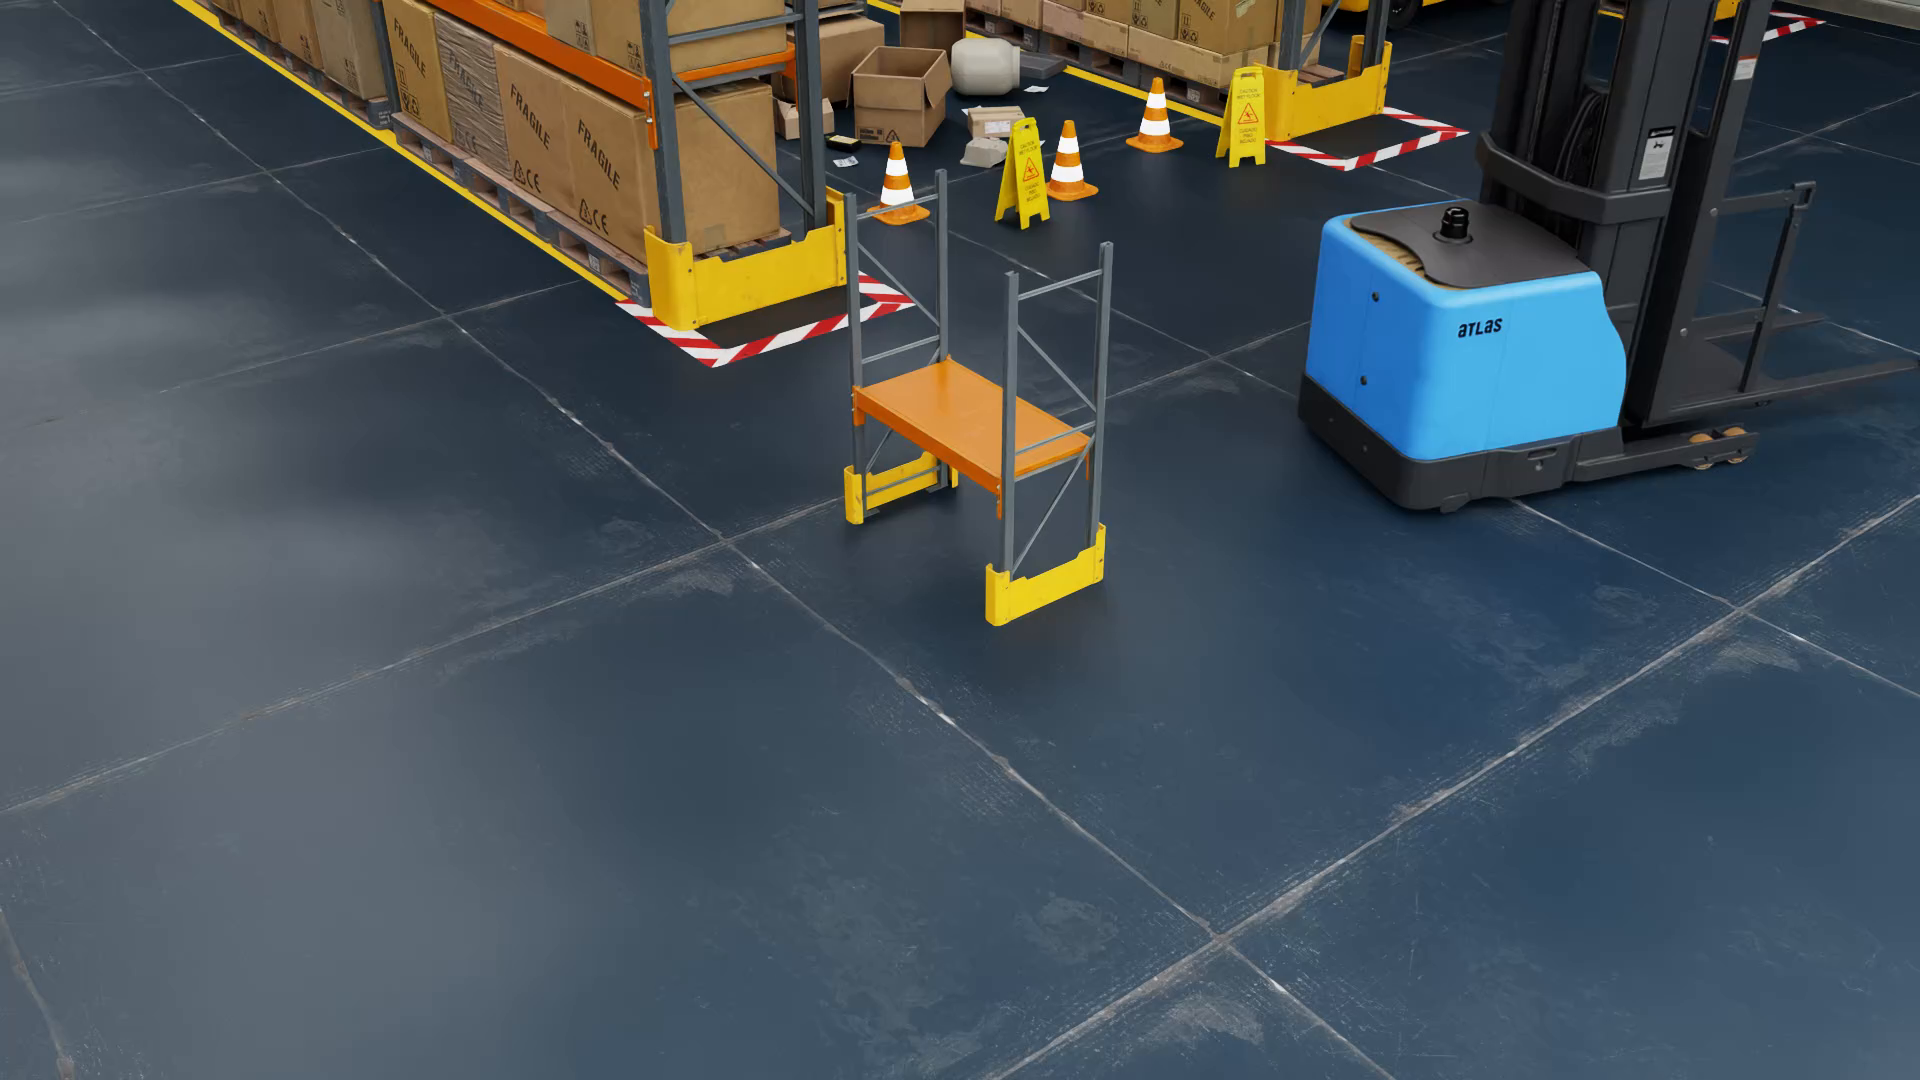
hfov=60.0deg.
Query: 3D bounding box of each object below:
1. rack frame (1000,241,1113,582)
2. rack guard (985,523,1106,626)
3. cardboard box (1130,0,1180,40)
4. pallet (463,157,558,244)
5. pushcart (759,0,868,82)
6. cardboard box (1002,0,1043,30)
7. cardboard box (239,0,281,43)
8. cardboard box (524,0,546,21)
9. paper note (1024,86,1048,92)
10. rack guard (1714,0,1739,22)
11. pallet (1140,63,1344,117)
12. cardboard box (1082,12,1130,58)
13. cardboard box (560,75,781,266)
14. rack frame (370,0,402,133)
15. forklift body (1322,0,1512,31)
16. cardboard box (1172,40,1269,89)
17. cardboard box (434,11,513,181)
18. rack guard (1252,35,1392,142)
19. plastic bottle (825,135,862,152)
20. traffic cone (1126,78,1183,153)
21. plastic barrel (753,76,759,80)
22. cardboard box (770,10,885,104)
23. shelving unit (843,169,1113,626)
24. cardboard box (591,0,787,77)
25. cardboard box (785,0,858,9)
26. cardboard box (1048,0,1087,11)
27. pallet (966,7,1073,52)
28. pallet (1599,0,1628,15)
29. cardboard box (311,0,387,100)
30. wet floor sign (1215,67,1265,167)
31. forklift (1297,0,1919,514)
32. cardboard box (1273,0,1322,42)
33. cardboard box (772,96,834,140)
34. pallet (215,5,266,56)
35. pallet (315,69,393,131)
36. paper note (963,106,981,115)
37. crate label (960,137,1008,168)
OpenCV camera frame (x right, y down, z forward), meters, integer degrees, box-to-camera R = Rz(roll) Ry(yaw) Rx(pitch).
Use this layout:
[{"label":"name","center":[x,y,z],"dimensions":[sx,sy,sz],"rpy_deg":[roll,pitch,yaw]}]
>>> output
[{"label":"rack frame","center":[0.364,-0.390,6.456],"dimensions":[0.500,1.500,0.032],"rpy_deg":[-22,38,-31]},{"label":"rack guard","center":[0.352,0.133,6.799],"dimensions":[0.587,0.250,0.087],"rpy_deg":[-22,38,-31]},{"label":"cardboard box","center":[1.639,-4.111,12.523],"dimensions":[0.500,0.500,0.500],"rpy_deg":[-21,37,-30]},{"label":"pallet","center":[-2.485,-2.304,10.759],"dimensions":[1.003,0.211,1.213],"rpy_deg":[-22,38,-31]},{"label":"pushcart","center":[-1.564,-4.110,13.510],"dimensions":[0.936,0.377,1.648],"rpy_deg":[18,36,27]},{"label":"cardboard box","center":[0.691,-4.441,13.766],"dimensions":[0.500,0.250,0.500],"rpy_deg":[-20,37,-29]},{"label":"cardboard box","center":[-5.254,-4.583,13.520],"dimensions":[1.050,0.750,0.750],"rpy_deg":[-22,38,-31]},{"label":"cardboard box","center":[-2.051,-3.372,9.694],"dimensions":[0.875,0.550,0.550],"rpy_deg":[-22,38,-31]},{"label":"paper note","center":[0.591,-3.484,12.830],"dimensions":[0.148,0.019,0.142],"rpy_deg":[18,36,27]},{"label":"rack guard","center":[6.592,-4.851,14.587],"dimensions":[1.175,0.500,0.348],"rpy_deg":[-22,38,-31]},{"label":"pallet","center":[2.142,-3.513,12.706],"dimensions":[1.003,0.211,1.213],"rpy_deg":[-22,38,-31]},{"label":"cardboard box","center":[1.314,-4.011,13.073],"dimensions":[0.500,0.250,0.500],"rpy_deg":[-24,39,-33]},{"label":"cardboard box","center":[-1.657,-2.209,9.580],"dimensions":[0.875,0.875,0.875],"rpy_deg":[-22,38,-31]},{"label":"rack frame","center":[-3.642,-4.339,11.393],"dimensions":[1.000,3.000,0.127],"rpy_deg":[-22,38,-31]},{"label":"forklift body","center":[3.974,-5.763,14.490],"dimensions":[2.313,2.155,1.214],"rpy_deg":[-22,38,-31]},{"label":"cardboard box","center":[1.936,-3.586,12.389],"dimensions":[0.500,0.250,0.500],"rpy_deg":[-22,38,-32]},{"label":"cardboard box","center":[-2.756,-2.956,10.782],"dimensions":[0.875,0.875,0.875],"rpy_deg":[-22,38,-31]},{"label":"rack guard","center":[2.612,-3.286,12.066],"dimensions":[1.175,0.500,0.348],"rpy_deg":[-22,38,-31]},{"label":"plastic bottle","center":[-0.844,-2.791,11.685],"dimensions":[0.283,0.061,0.133],"rpy_deg":[18,36,27]},{"label":"traffic cone","center":[1.376,-3.000,11.642],"dimensions":[0.336,0.463,0.334],"rpy_deg":[-22,38,-31]},{"label":"plastic barrel","center":[-1.735,-3.268,12.111],"dimensions":[0.512,0.421,0.421],"rpy_deg":[1,32,2]},{"label":"cardboard box","center":[-0.998,-3.613,12.462],"dimensions":[0.797,0.637,0.503],"rpy_deg":[-22,38,-31]},{"label":"shelving unit","center":[0.047,-0.605,6.803],"dimensions":[0.587,1.500,1.083],"rpy_deg":[-22,38,-31]},{"label":"cardboard box","center":[-1.453,-2.876,8.895],"dimensions":[0.875,0.550,0.550],"rpy_deg":[-22,38,-31]},{"label":"cardboard box","center":[-1.182,-4.654,13.552],"dimensions":[0.500,0.500,0.500],"rpy_deg":[-22,38,-31]},{"label":"cardboard box","center":[1.009,-4.543,13.218],"dimensions":[0.500,0.500,0.500],"rpy_deg":[-20,37,-29]},{"label":"pallet","center":[0.646,-4.530,14.343],"dimensions":[1.003,0.211,1.213],"rpy_deg":[-22,38,-31]},{"label":"pallet","center":[6.075,-5.044,15.171],"dimensions":[1.003,0.211,1.213],"rpy_deg":[-22,38,-31]},{"label":"cardboard box","center":[-4.094,-3.791,12.246],"dimensions":[1.050,0.750,0.750],"rpy_deg":[-22,38,-32]},{"label":"wet floor sign","center":[1.930,-2.890,11.292],"dimensions":[0.267,0.644,0.232],"rpy_deg":[-10,33,-15]},{"label":"forklift","center":[3.214,-1.825,7.410],"dimensions":[3.031,2.935,1.130],"rpy_deg":[-10,33,-16]},{"label":"cardboard box","center":[2.368,-4.080,12.473],"dimensions":[0.500,0.500,0.500],"rpy_deg":[-24,39,-33]},{"label":"cardboard box","center":[-1.133,-3.057,11.921],"dimensions":[0.396,0.266,0.258],"rpy_deg":[-16,35,-23]},{"label":"pallet","center":[-5.671,-4.469,14.245],"dimensions":[1.003,0.211,1.213],"rpy_deg":[-22,38,-31]},{"label":"pallet","center":[-4.175,-3.452,12.608],"dimensions":[1.003,0.211,1.213],"rpy_deg":[-22,38,-31]},{"label":"paper note","center":[0.104,-3.202,12.388],"dimensions":[0.148,0.019,0.142],"rpy_deg":[-10,33,-15]},{"label":"crate label","center":[0.177,-2.668,11.416],"dimensions":[0.298,0.136,0.250],"rpy_deg":[12,34,19]}]
